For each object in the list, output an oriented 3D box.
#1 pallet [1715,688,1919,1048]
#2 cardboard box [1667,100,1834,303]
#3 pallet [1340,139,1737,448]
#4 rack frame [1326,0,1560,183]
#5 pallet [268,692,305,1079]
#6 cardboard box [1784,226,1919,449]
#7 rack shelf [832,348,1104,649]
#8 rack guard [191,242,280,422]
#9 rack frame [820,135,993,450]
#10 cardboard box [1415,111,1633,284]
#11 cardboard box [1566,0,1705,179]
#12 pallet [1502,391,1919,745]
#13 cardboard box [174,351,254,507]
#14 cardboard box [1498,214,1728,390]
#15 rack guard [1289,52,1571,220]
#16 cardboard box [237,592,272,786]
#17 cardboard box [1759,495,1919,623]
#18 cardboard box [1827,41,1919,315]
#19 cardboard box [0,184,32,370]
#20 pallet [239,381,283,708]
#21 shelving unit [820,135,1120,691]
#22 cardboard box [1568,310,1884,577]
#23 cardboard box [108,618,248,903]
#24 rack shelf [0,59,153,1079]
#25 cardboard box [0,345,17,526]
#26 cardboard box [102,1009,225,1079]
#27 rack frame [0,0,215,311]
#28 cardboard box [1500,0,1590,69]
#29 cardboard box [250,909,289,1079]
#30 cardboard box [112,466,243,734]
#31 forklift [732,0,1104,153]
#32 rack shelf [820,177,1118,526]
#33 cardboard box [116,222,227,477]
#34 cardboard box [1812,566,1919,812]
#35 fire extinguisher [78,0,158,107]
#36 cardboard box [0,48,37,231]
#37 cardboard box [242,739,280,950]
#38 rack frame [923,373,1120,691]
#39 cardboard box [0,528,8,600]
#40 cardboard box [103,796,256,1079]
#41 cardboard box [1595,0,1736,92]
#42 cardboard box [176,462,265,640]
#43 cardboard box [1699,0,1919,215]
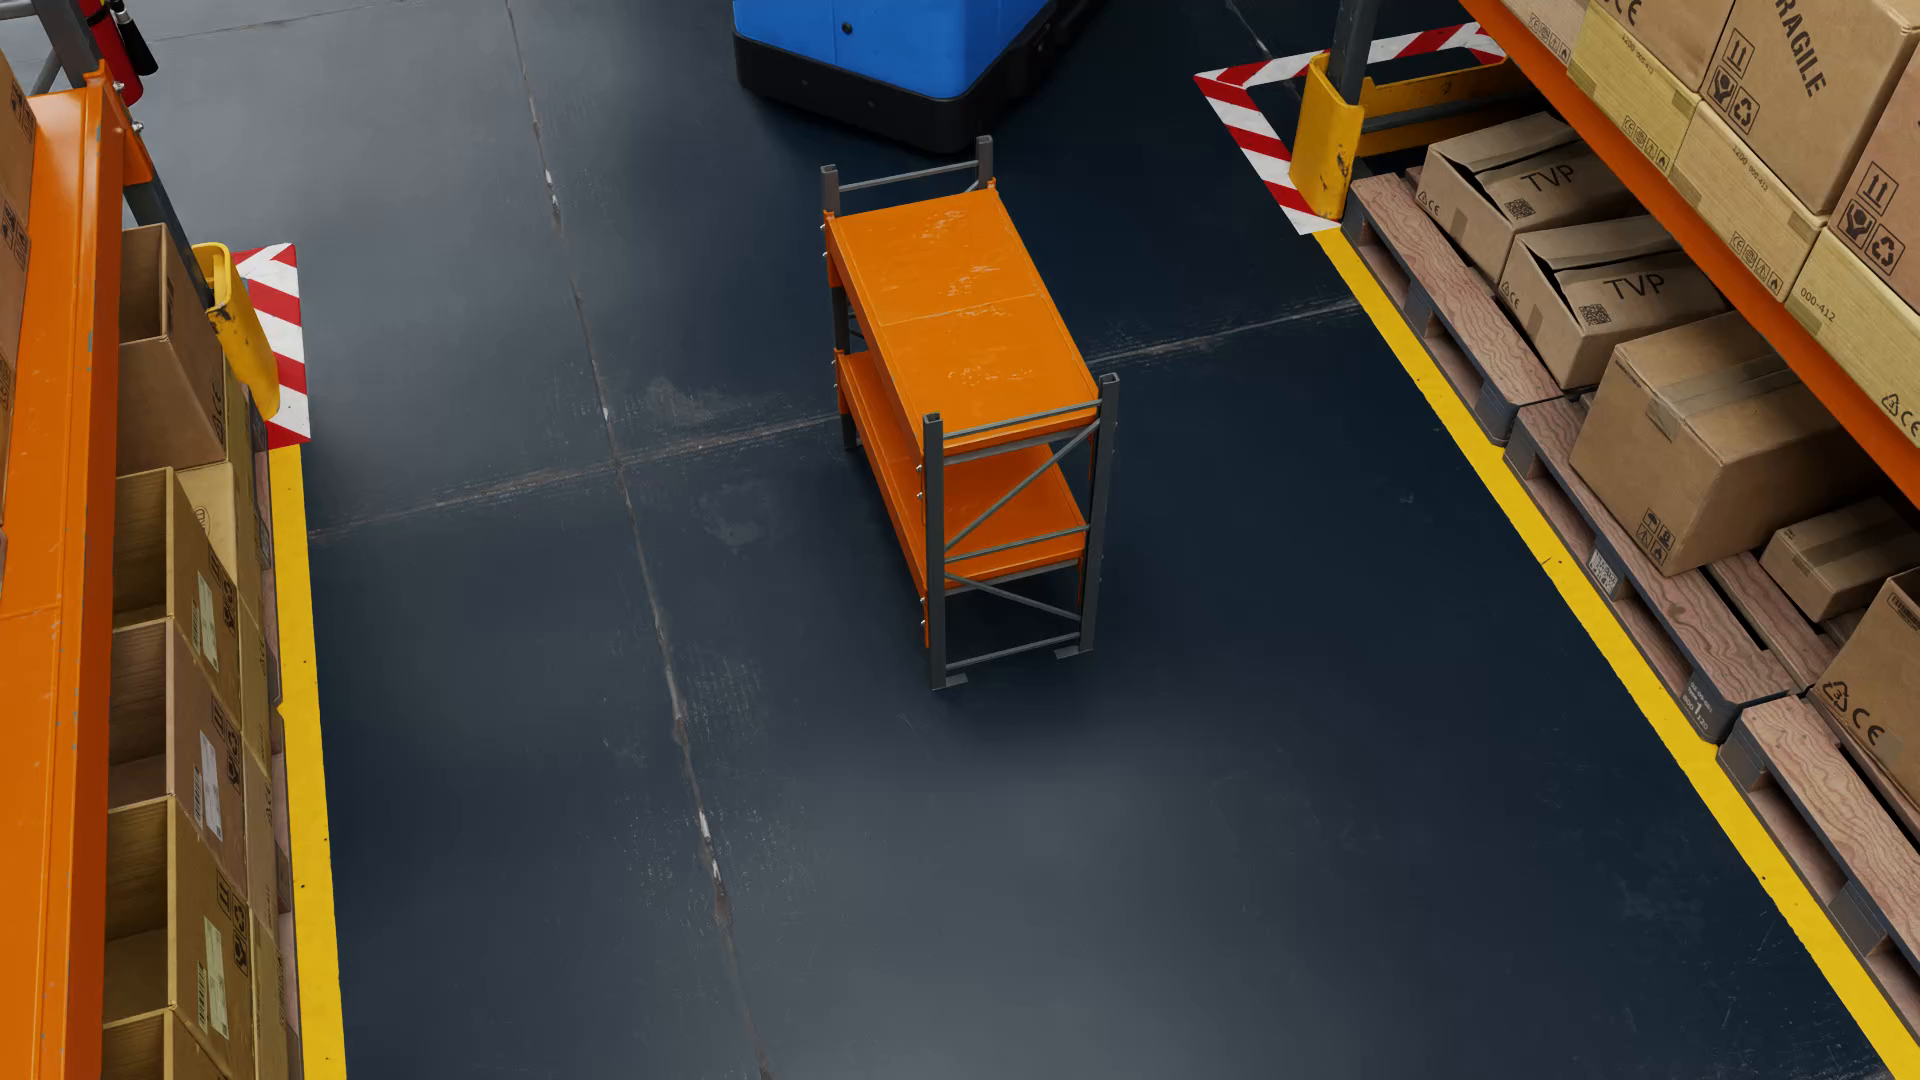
[{"bbox_3d":[2.794,0.864,4.384,1.003,0.211,1.213,-13,51,-11],"label":"pallet"},{"bbox_3d":[2.144,-0.885,4.119,0.500,0.250,0.500,-13,51,-11],"label":"cardboard box"},{"bbox_3d":[2.072,-0.918,5.886,1.003,0.211,1.213,-13,51,-11],"label":"pallet"},{"bbox_3d":[1.843,-2.474,5.374,1.000,3.000,0.127,-13,51,-11],"label":"rack frame"},{"bbox_3d":[-2.264,0.986,4.280,1.003,0.211,1.213,-13,51,-11],"label":"pallet"},{"bbox_3d":[2.294,-0.517,3.809,0.500,0.250,0.500,-14,51,-11],"label":"cardboard box"},{"bbox_3d":[0.002,-0.200,5.003,0.538,0.278,1.000,-13,51,-11],"label":"rack shelf"},{"bbox_3d":[-2.895,-0.563,5.398,1.175,0.500,0.348,-13,51,-11],"label":"rack guard"},{"bbox_3d":[-0.148,-0.729,5.129,0.500,1.125,0.032,-13,51,-11],"label":"rack frame"},{"bbox_3d":[1.962,-1.223,5.790,0.500,0.311,0.500,-19,52,-15],"label":"cardboard box"},{"bbox_3d":[1.997,-1.254,4.431,0.500,0.250,0.500,-14,51,-12],"label":"cardboard box"},{"bbox_3d":[2.429,-0.029,5.136,1.003,0.211,1.213,-13,51,-11],"label":"pallet"},{"bbox_3d":[-2.447,-0.275,5.044,0.500,0.250,0.500,-13,51,-11],"label":"cardboard box"},{"bbox_3d":[2.131,-0.807,5.439,0.500,0.311,0.500,-10,51,-8],"label":"cardboard box"},{"bbox_3d":[1.866,-1.613,6.283,1.175,0.500,0.348,-13,51,-11],"label":"rack guard"},{"bbox_3d":[-2.138,0.452,4.431,0.500,0.250,0.500,-13,51,-11],"label":"cardboard box"},{"bbox_3d":[2.572,0.052,4.821,0.380,0.149,0.250,-17,52,-14],"label":"cardboard box"},{"bbox_3d":[2.299,-0.761,3.524,0.500,0.500,0.500,-15,51,-12],"label":"cardboard box"},{"bbox_3d":[-2.602,-0.657,3.777,0.700,0.500,0.500,-12,51,-10],"label":"cardboard box"},{"bbox_3d":[-2.621,0.097,5.030,1.003,0.211,1.213,-13,51,-11],"label":"pallet"},{"bbox_3d":[0.002,-0.358,4.816,0.538,1.125,1.048,-13,51,-11],"label":"shelving unit"},{"bbox_3d":[2.300,-0.321,4.906,0.700,0.500,0.500,-16,52,-13],"label":"cardboard box"},{"bbox_3d":[-1.988,0.575,3.837,0.500,0.500,0.500,-13,51,-11],"label":"cardboard box"},{"bbox_3d":[-2.296,0.342,3.471,1.077,0.370,4.000,-13,51,-11],"label":"rack shelf"},{"bbox_3d":[-2.461,-0.293,3.470,0.700,0.500,0.500,-13,51,-11],"label":"cardboard box"},{"bbox_3d":[-1.698,1.307,3.220,0.500,0.500,0.500,-13,51,-11],"label":"cardboard box"},{"bbox_3d":[-2.888,-1.351,4.427,1.000,3.000,0.127,-13,51,-11],"label":"rack frame"},{"bbox_3d":[1.852,-1.628,4.745,0.500,0.250,0.500,-15,51,-12],"label":"cardboard box"},{"bbox_3d":[-1.838,1.181,3.816,0.500,0.250,0.500,-13,51,-11],"label":"cardboard box"},{"bbox_3d":[-2.135,0.210,4.145,0.500,0.500,0.500,-13,51,-11],"label":"cardboard box"},{"bbox_3d":[0.244,-3.568,6.341,1.130,2.935,3.031,22,53,18],"label":"forklift"},{"bbox_3d":[0.002,-0.546,4.592,0.538,0.278,1.000,-13,51,-11],"label":"rack shelf"},{"bbox_3d":[-2.445,-0.517,4.758,0.500,0.500,0.500,-13,51,-11],"label":"cardboard box"},{"bbox_3d":[2.681,0.363,4.330,0.500,0.500,0.500,-17,52,-14],"label":"cardboard box"},{"bbox_3d":[-2.479,-1.517,4.618,0.296,0.674,0.183,-13,51,-11],"label":"fire extinguisher"},{"bbox_3d":[-2.762,-1.039,4.099,0.700,0.500,0.500,-13,51,-11],"label":"cardboard box"},{"bbox_3d":[-1.992,0.818,4.123,0.500,0.250,0.500,-13,51,-11],"label":"cardboard box"},{"bbox_3d":[0.152,0.014,4.503,0.500,1.125,0.032,-13,51,-11],"label":"rack frame"},{"bbox_3d":[-2.301,0.091,3.146,0.700,0.500,0.500,-12,51,-10],"label":"cardboard box"},{"bbox_3d":[-1.839,0.940,3.529,0.500,0.500,0.500,-13,51,-11],"label":"cardboard box"},{"bbox_3d":[1.981,-1.515,4.160,0.500,0.500,0.500,-15,51,-12],"label":"cardboard box"},{"bbox_3d":[-2.287,0.087,4.738,0.500,0.250,0.500,-13,51,-11],"label":"cardboard box"},{"bbox_3d":[2.145,-1.141,3.844,0.500,0.500,0.500,-12,51,-10],"label":"cardboard box"}]
